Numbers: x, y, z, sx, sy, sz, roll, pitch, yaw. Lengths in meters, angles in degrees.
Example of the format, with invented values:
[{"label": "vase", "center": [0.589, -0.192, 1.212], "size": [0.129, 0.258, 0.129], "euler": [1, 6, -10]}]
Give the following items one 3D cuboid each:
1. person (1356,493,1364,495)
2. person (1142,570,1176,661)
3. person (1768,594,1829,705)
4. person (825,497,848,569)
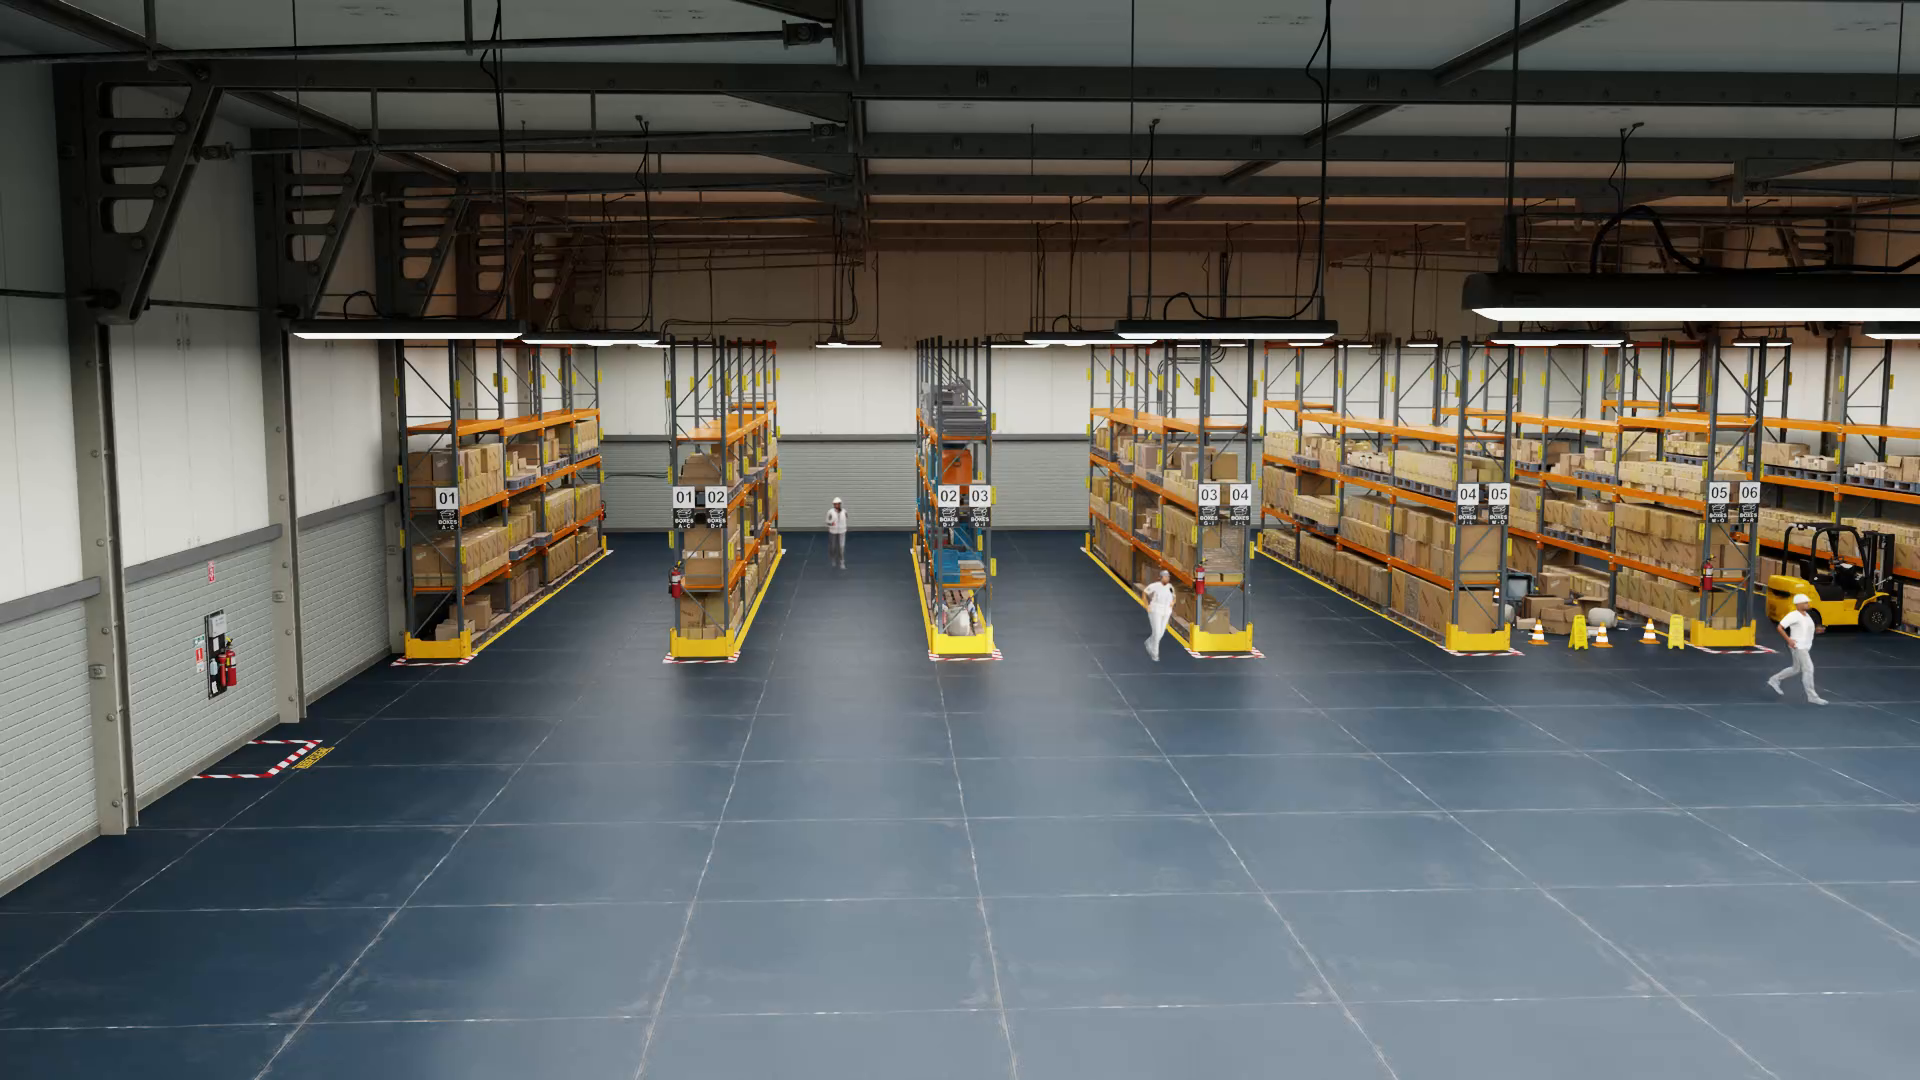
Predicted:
[{"label": "person", "center": [11.044, -0.376, 46.050], "size": [0.673, 1.833, 0.916], "euler": [-1, 7, -6]}, {"label": "person", "center": [3.738, 1.413, 31.134], "size": [0.649, 1.719, 0.739], "euler": [-3, 7, -24]}, {"label": "person", "center": [13.686, 1.750, 27.089], "size": [0.991, 1.747, 0.703], "euler": [6, 9, 44]}, {"label": "person", "center": [-3.100, -0.183, 42.023], "size": [0.632, 1.802, 0.917], "euler": [-2, 7, -13]}]
